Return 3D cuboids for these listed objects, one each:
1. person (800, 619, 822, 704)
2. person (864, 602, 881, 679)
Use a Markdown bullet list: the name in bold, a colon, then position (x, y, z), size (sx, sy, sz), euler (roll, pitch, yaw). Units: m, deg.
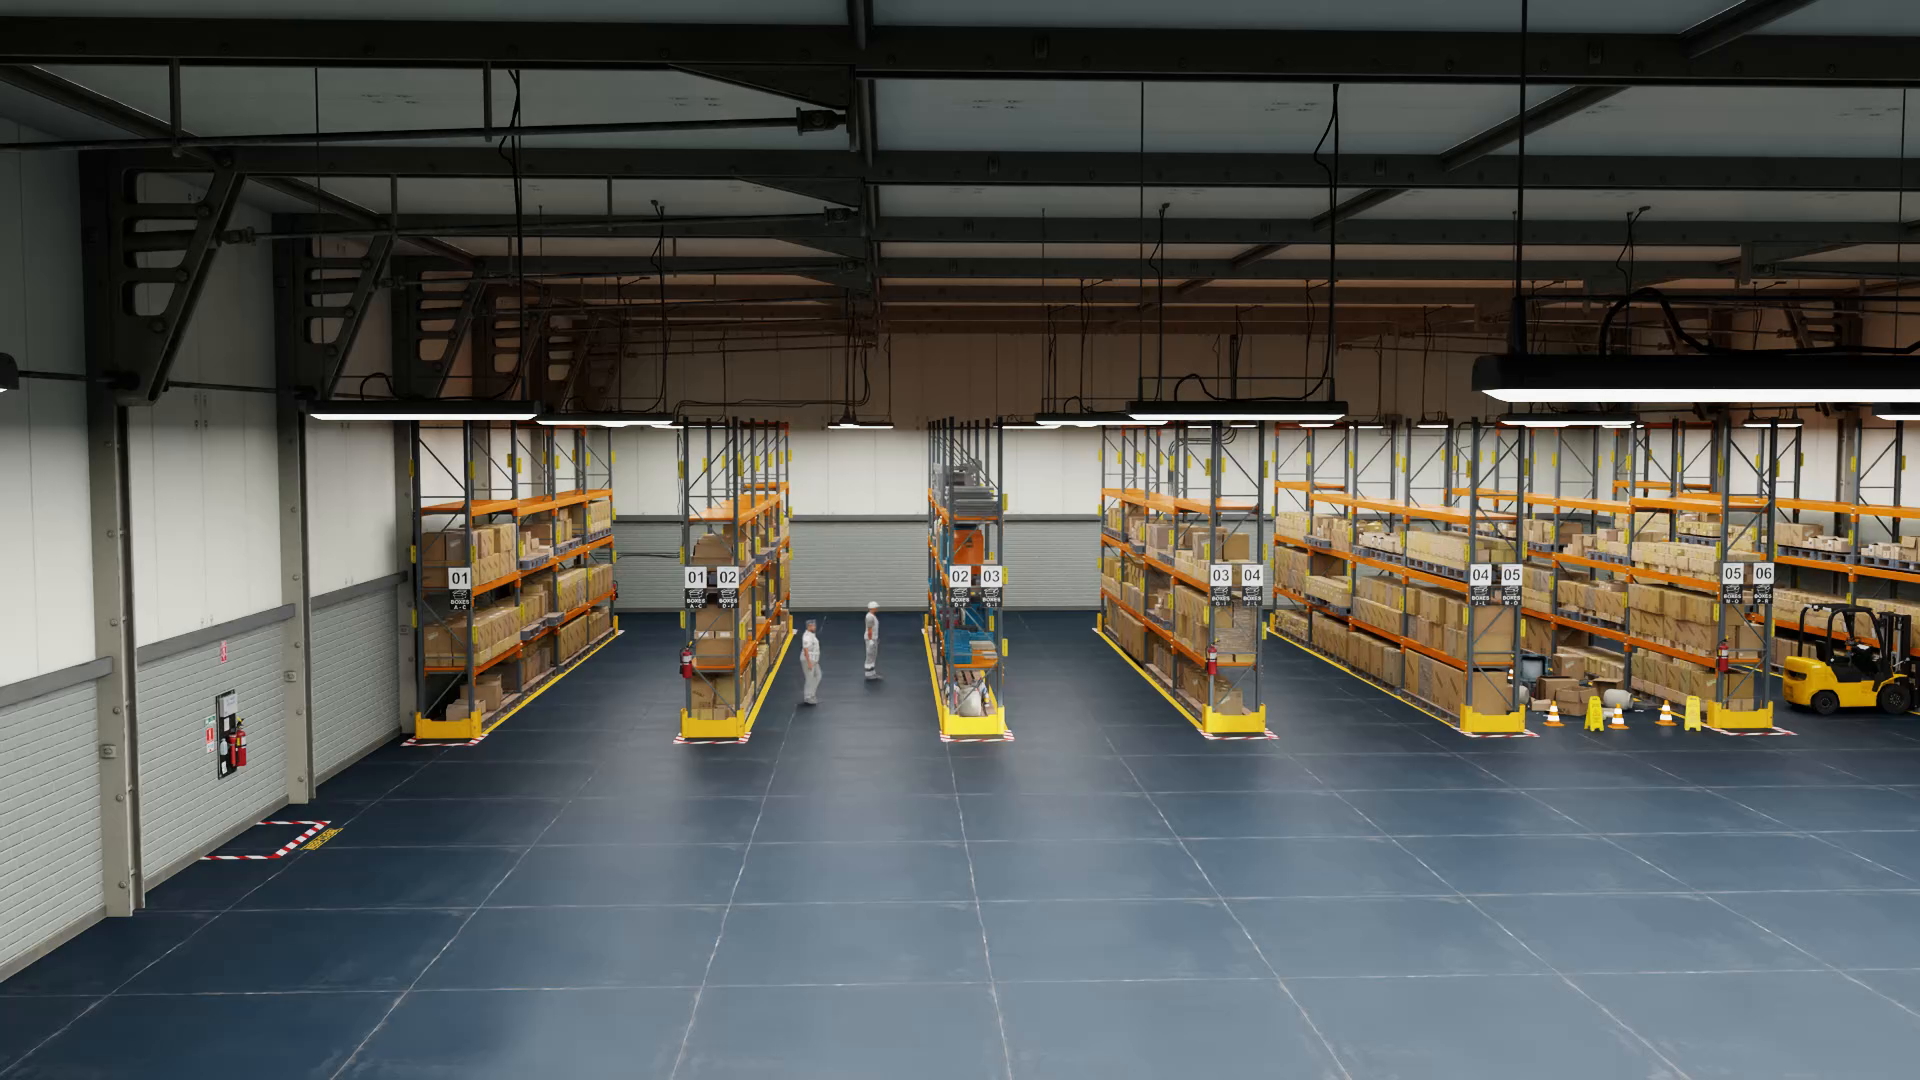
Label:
- **person**: position (-3.179, 2.589, 35.148), size (0.403, 1.829, 0.626), euler (1, 4, 12)
- **person**: position (-2.029, 2.317, 38.406), size (0.374, 1.796, 0.557), euler (0, 4, 4)
